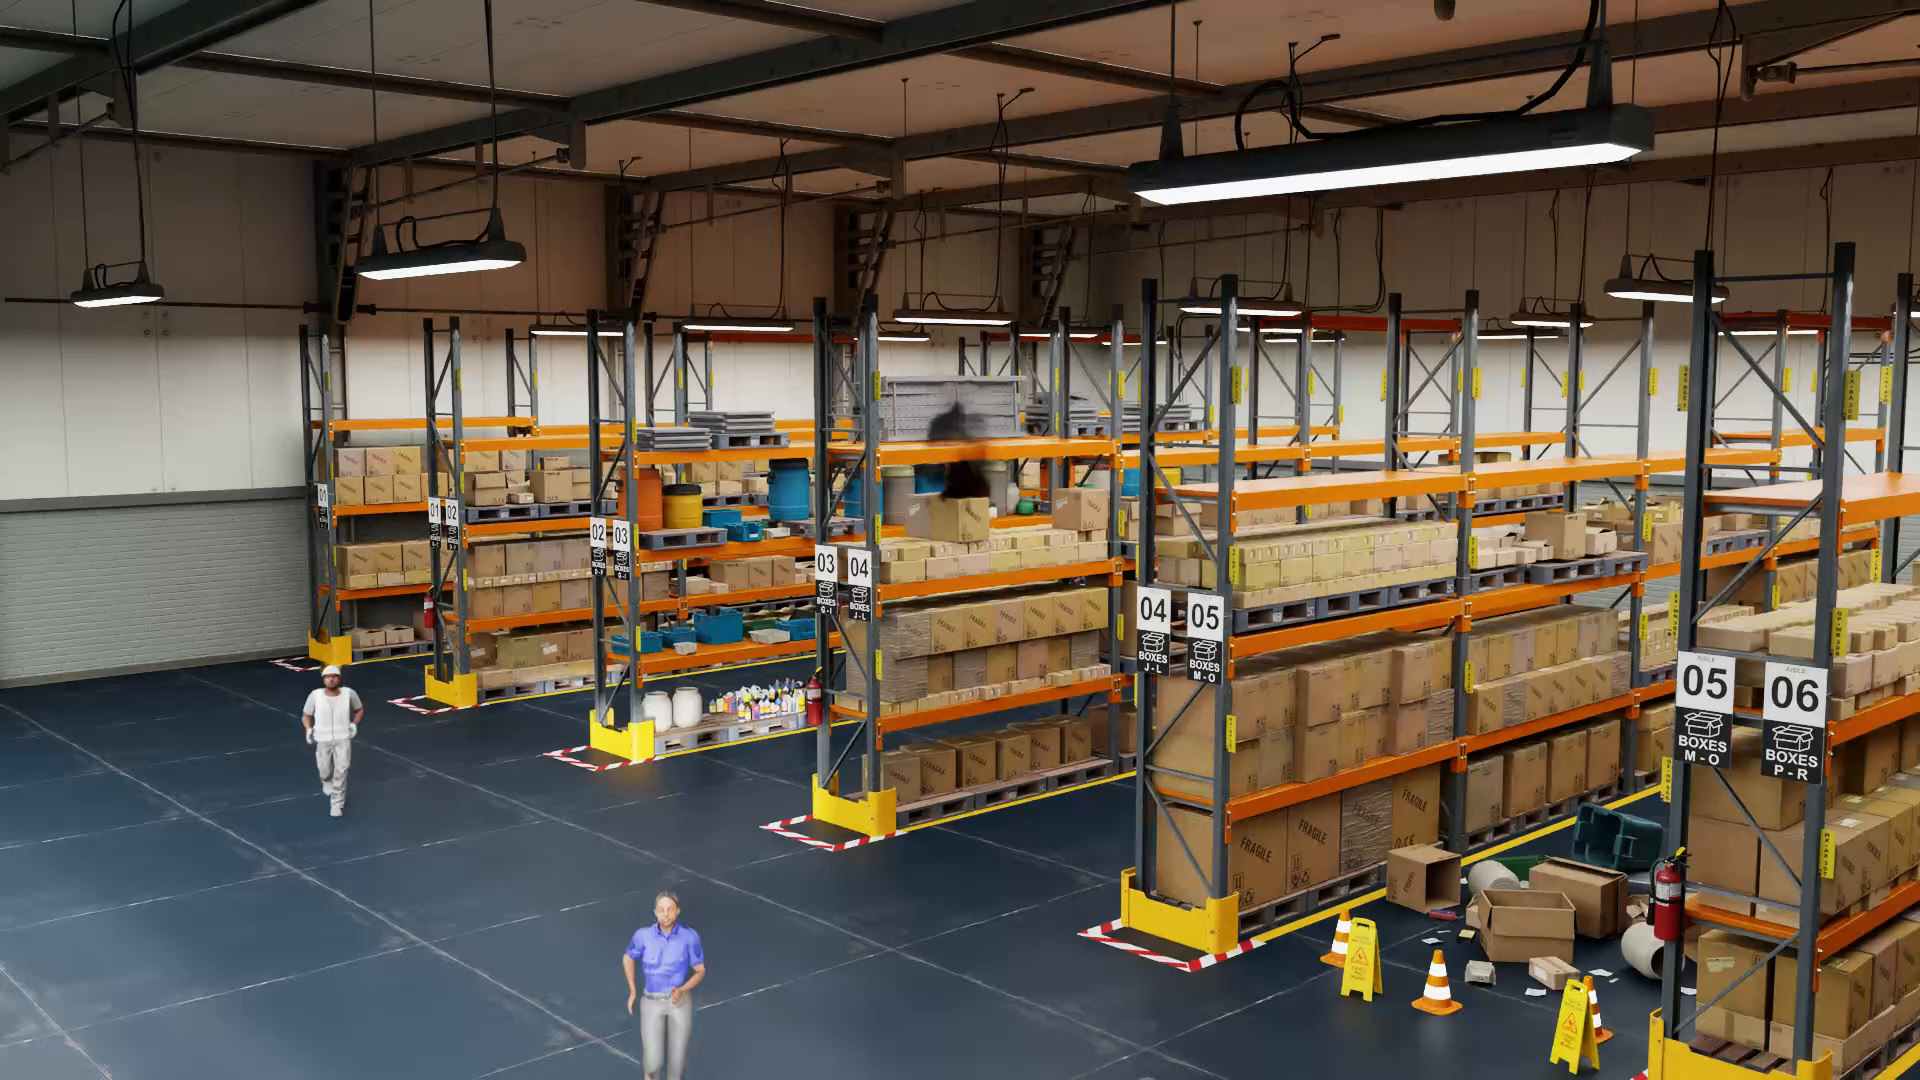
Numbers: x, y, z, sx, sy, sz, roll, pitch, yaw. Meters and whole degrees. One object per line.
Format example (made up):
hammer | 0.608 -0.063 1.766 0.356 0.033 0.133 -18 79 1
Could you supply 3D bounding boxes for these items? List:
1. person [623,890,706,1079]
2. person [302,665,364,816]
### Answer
person | -2.014 3.216 11.369 0.560 1.598 0.559 -1 6 -11
person | -7.354 2.332 19.546 0.683 1.743 0.688 -2 6 -21
